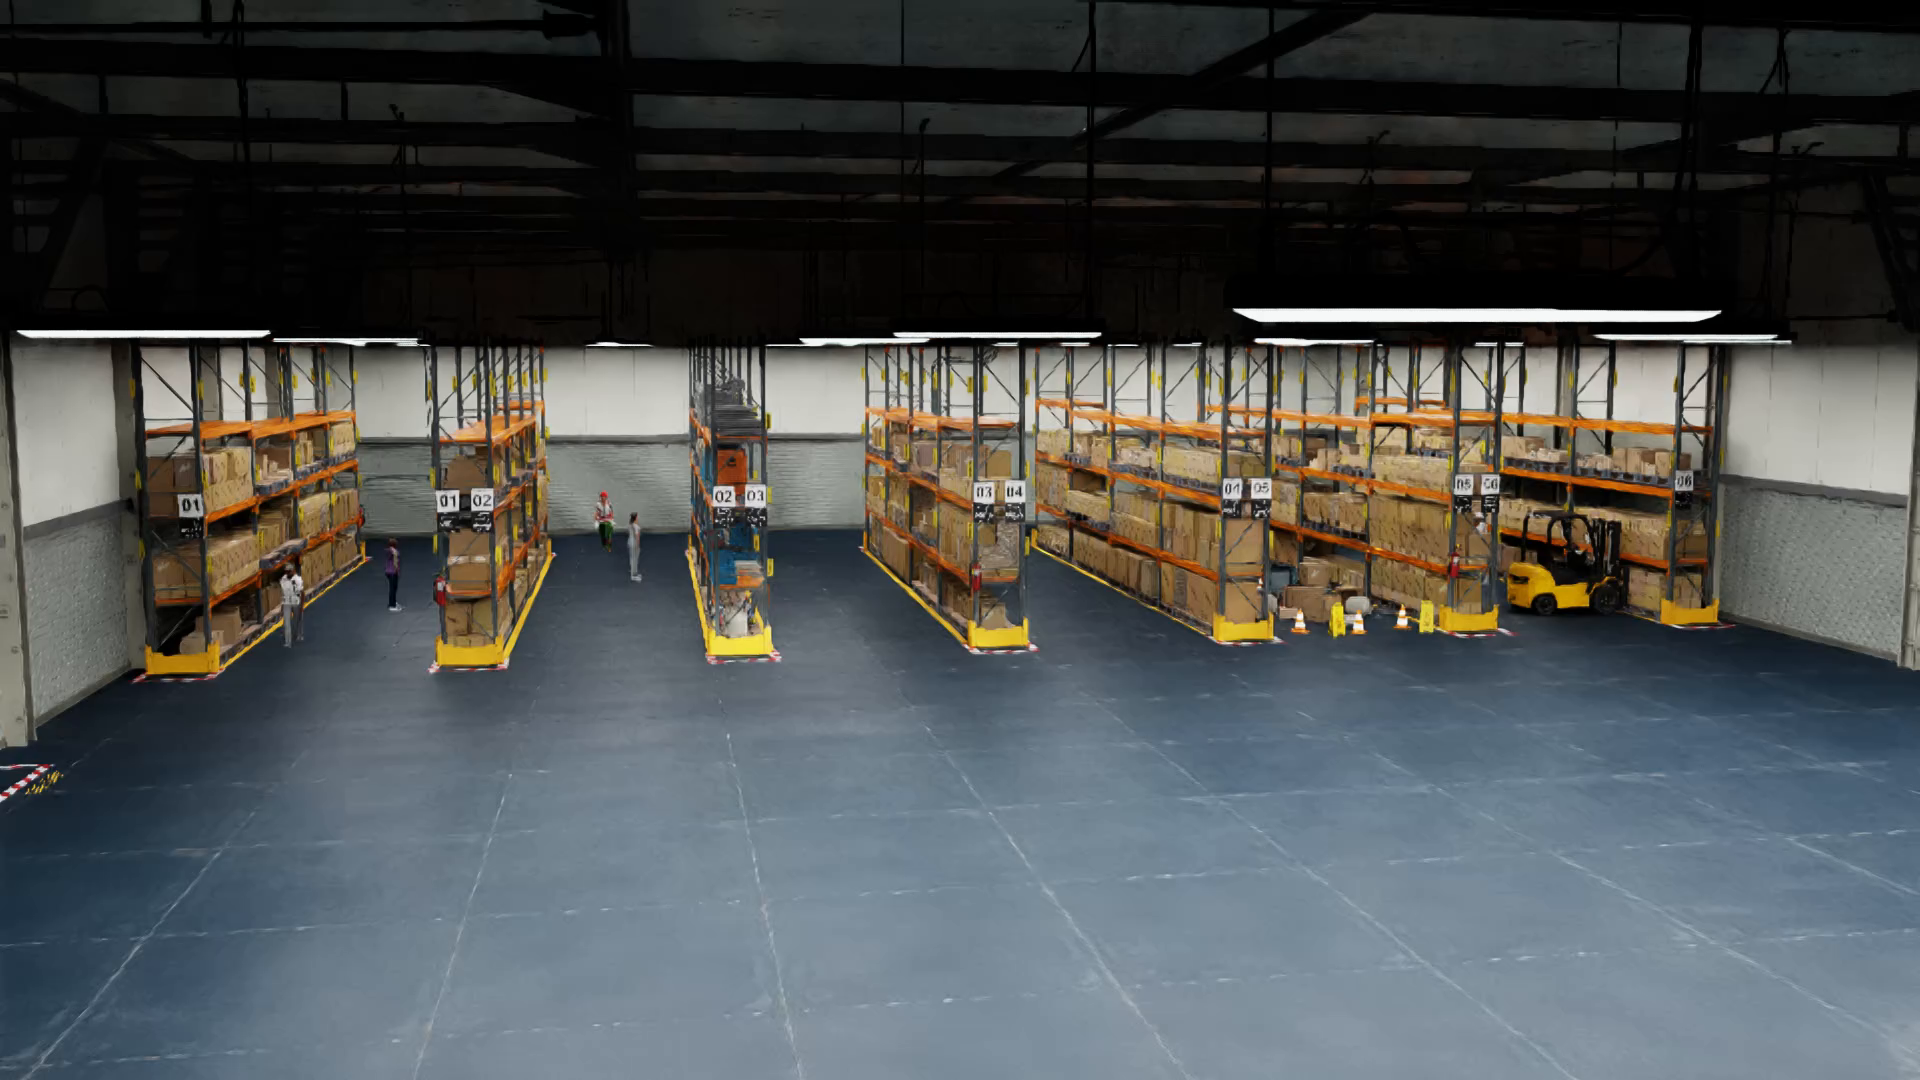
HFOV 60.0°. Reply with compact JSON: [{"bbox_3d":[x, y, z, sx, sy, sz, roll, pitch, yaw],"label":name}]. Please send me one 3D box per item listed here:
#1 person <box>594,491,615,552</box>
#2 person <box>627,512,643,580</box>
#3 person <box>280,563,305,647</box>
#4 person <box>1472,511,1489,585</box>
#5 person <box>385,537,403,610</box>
[{"bbox_3d":[-10.085,-0.540,47.153,0.553,1.709,1.123,-1,7,-8],"label":"person"},{"bbox_3d":[-8.058,0.131,41.392,0.454,1.667,0.538,-5,8,-38],"label":"person"},{"bbox_3d":[-12.907,1.227,32.172,0.461,1.625,0.989,-1,7,-13],"label":"person"},{"bbox_3d":[12.608,0.185,40.506,0.594,1.782,0.678,2,7,14],"label":"person"},{"bbox_3d":[-12.440,0.732,36.573,0.406,1.600,0.468,-5,9,-40],"label":"person"}]
